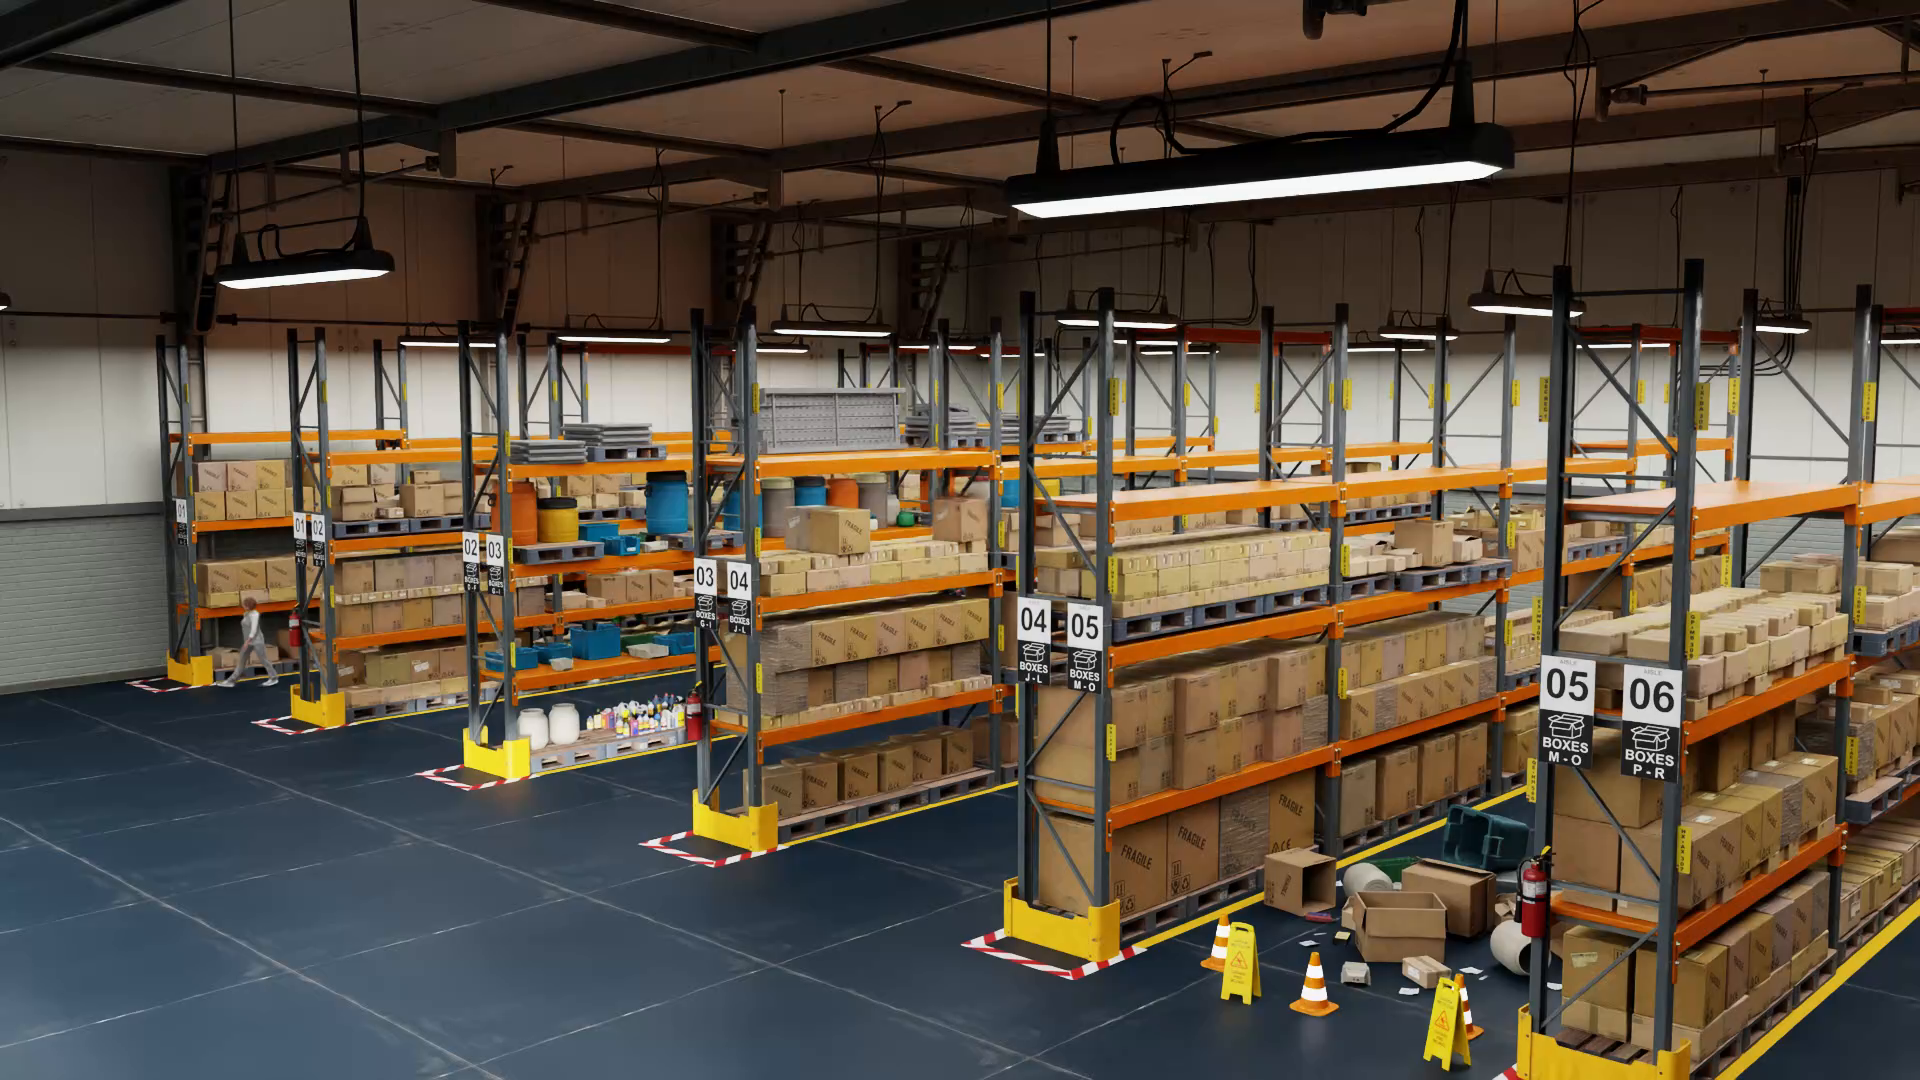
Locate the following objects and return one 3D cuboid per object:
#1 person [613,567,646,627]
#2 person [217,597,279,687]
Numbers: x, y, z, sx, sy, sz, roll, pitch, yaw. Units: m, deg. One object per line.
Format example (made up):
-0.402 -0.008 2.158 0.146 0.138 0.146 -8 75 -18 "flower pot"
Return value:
-6.723 1.144 33.337 0.675 1.738 1.025 4 7 34 "person"
-12.032 1.734 28.110 0.438 1.544 0.975 4 7 36 "person"
